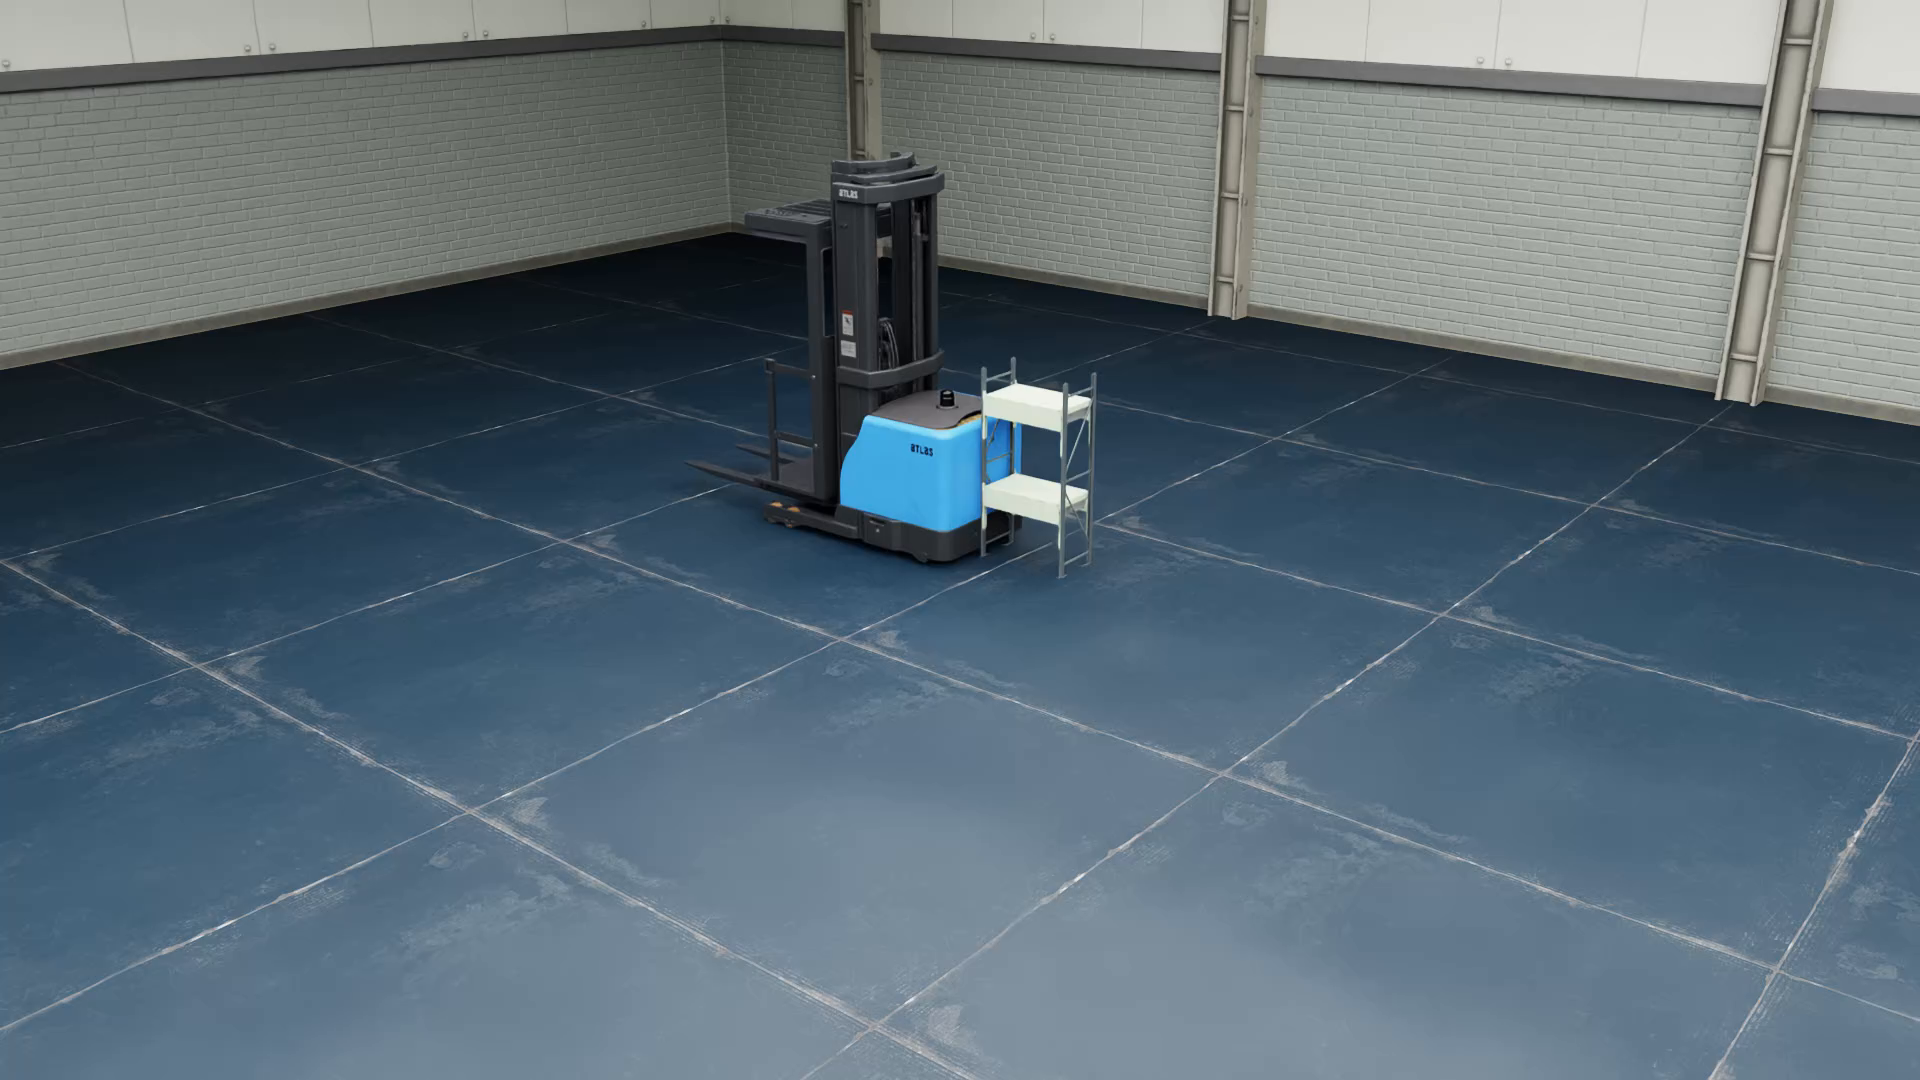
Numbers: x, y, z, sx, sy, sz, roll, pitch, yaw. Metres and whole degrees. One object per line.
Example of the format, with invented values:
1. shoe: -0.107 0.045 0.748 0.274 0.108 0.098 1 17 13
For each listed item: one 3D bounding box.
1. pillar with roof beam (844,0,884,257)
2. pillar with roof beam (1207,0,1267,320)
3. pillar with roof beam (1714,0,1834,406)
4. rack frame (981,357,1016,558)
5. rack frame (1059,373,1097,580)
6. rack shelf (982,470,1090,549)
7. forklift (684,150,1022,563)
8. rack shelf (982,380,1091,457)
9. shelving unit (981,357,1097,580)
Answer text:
1. pillar with roof beam: -4.069 -7.143 19.357 0.400 9.000 9.100 16 26 36
2. pillar with roof beam: 0.579 -5.805 15.807 0.400 9.000 9.100 16 26 36
3. pillar with roof beam: 5.227 -4.466 12.257 0.400 9.000 9.100 16 26 36
4. rack frame: 0.290 -0.623 12.694 0.023 1.500 0.400 15 26 35
5. rack frame: 0.867 -0.464 12.273 0.023 1.500 0.400 15 26 35
6. rack shelf: 0.579 -0.238 12.599 0.720 0.370 0.431 15 26 35
7. forklift: -0.980 -1.600 13.257 3.031 2.935 1.130 15 26 35
8. rack shelf: 0.579 -0.909 12.346 0.720 0.370 0.431 15 26 35
9. shelving unit: 0.579 -0.543 12.484 0.755 1.500 0.431 15 26 35
